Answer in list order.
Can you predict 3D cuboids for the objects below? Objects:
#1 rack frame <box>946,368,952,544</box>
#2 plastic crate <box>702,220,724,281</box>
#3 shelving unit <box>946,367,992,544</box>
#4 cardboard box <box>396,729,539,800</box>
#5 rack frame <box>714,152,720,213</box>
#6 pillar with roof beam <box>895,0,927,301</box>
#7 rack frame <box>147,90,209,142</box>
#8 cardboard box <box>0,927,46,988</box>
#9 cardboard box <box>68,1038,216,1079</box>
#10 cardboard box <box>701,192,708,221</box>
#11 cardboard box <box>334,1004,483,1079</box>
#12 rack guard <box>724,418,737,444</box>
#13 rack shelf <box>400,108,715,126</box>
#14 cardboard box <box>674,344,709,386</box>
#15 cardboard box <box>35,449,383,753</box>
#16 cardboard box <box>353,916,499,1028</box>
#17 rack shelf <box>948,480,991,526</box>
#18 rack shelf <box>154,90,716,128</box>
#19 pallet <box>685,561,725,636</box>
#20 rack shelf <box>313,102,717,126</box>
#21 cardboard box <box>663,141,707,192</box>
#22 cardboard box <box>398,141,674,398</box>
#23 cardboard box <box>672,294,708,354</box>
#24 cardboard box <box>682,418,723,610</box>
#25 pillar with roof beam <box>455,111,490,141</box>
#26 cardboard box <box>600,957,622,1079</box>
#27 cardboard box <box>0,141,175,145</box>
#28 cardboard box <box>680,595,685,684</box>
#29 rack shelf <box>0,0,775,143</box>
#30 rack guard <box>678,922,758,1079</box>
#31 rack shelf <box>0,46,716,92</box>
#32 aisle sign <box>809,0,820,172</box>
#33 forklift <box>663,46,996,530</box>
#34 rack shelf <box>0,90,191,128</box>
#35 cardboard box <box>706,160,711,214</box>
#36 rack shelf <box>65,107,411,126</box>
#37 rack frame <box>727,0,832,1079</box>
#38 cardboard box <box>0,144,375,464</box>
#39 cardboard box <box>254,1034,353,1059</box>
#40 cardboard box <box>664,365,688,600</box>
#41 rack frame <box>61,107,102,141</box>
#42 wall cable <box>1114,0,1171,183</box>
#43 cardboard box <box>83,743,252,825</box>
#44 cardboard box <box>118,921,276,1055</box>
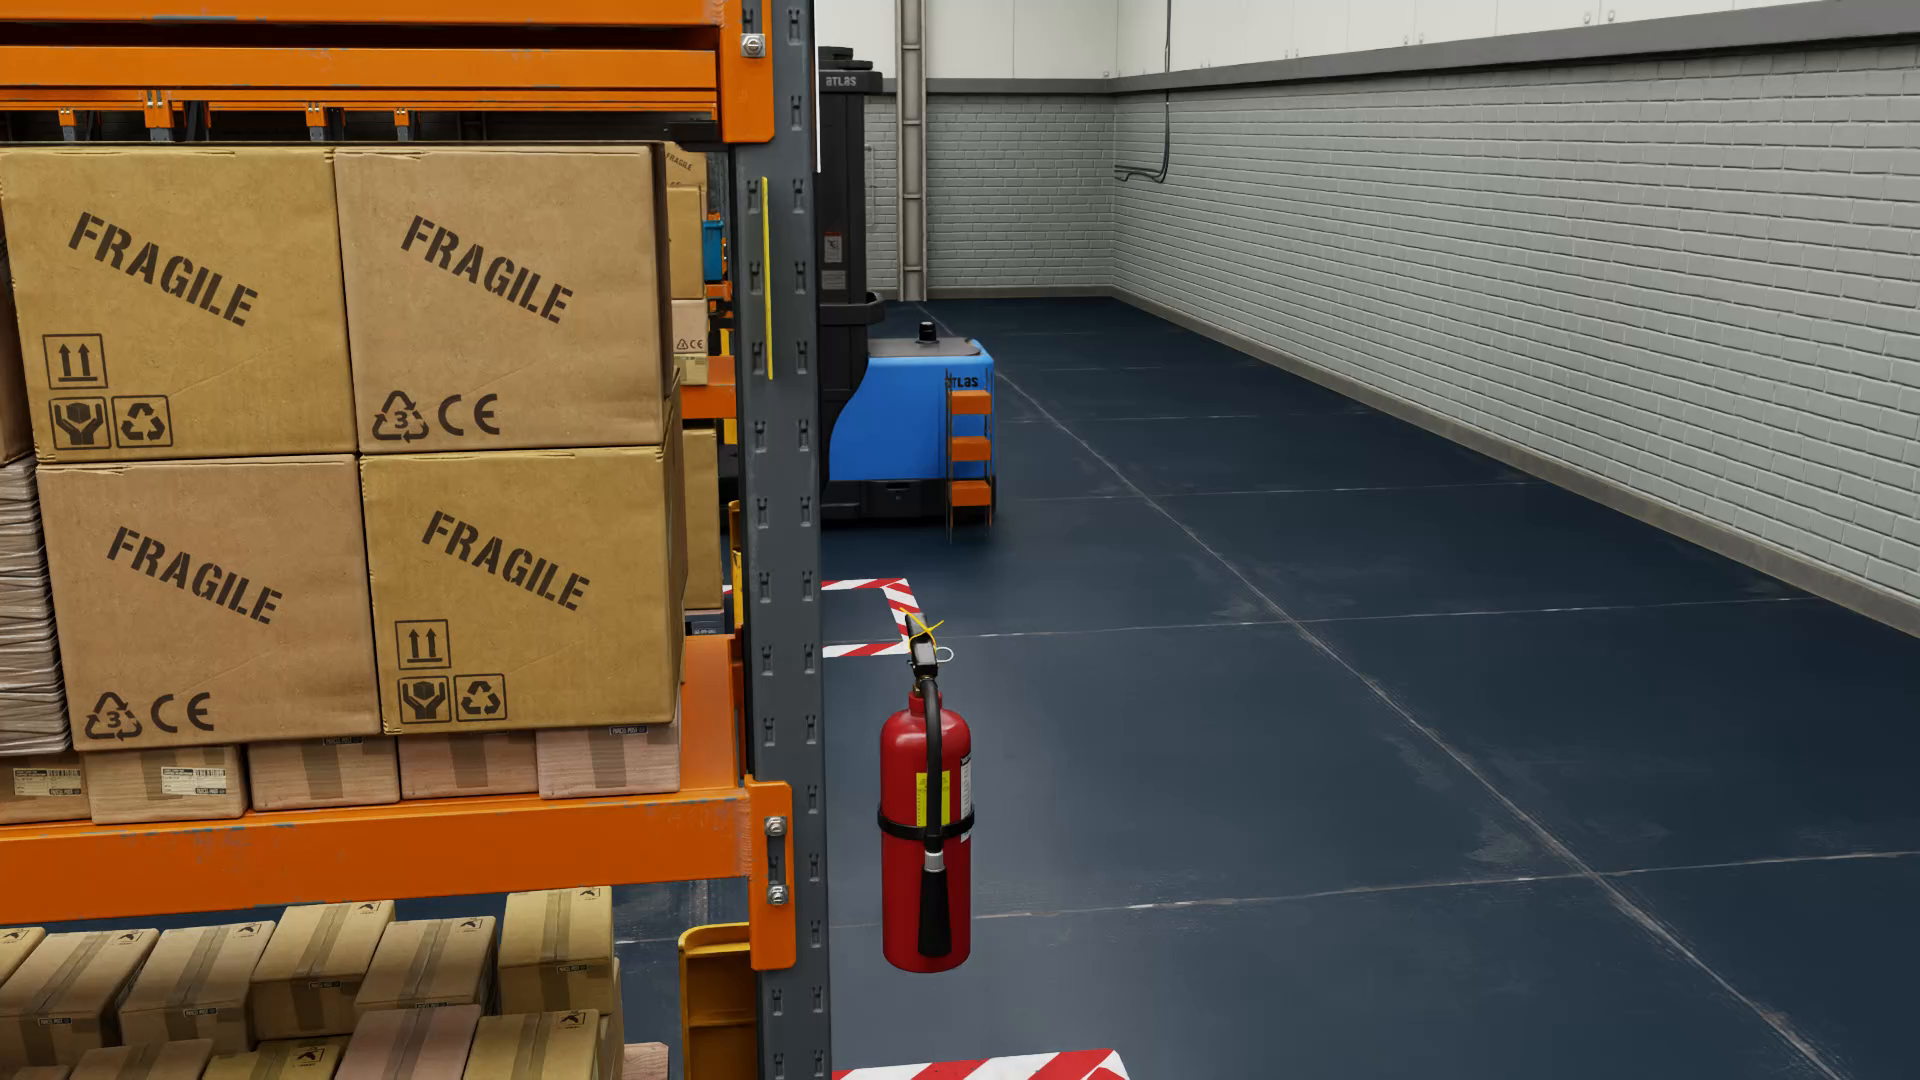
[{"bbox_3d":[-0.068,-0.507,10.084,0.008,1.050,0.200,-2,14,-8],"label":"rack frame"},{"bbox_3d":[-2.062,-2.229,12.749,0.499,0.435,0.616,-2,14,-8],"label":"plastic crate"},{"bbox_3d":[0.053,-0.511,10.102,0.252,1.050,0.215,-2,14,-8],"label":"shelving unit"},{"bbox_3d":[-0.914,0.350,3.178,0.250,0.149,0.380,-2,14,-8],"label":"cardboard box"},{"bbox_3d":[-3.235,-4.623,22.490,0.127,3.000,1.000,-2,14,-8],"label":"rack frame"},{"bbox_3d":[-0.052,-6.803,18.851,0.400,9.000,9.100,-2,14,-8],"label":"pillar with roof beam"},{"bbox_3d":[-5.714,-2.095,12.410,0.127,3.000,1.000,-2,14,-8],"label":"rack frame"},{"bbox_3d":[-2.249,1.028,3.730,0.250,0.149,0.380,-2,14,-7],"label":"cardboard box"},{"bbox_3d":[-1.627,1.148,3.252,0.250,0.149,0.380,-3,14,-11],"label":"cardboard box"},{"bbox_3d":[-2.895,-3.399,17.402,0.500,0.500,0.500,-2,14,-7],"label":"cardboard box"},{"bbox_3d":[-1.125,1.114,3.388,0.250,0.149,0.380,-2,14,-7],"label":"cardboard box"},{"bbox_3d":[-1.737,-1.032,13.308,0.348,0.500,1.175,-2,14,-8],"label":"rack guard"},{"bbox_3d":[-5.212,-5.657,21.924,4.000,0.370,1.077,-2,14,-8],"label":"rack shelf"},{"bbox_3d":[-1.324,-0.835,7.901,0.250,0.149,0.380,-2,14,-7],"label":"cardboard box"},{"bbox_3d":[-1.298,0.051,3.036,0.500,0.500,0.500,-2,14,-9],"label":"cardboard box"},{"bbox_3d":[-1.205,1.015,3.784,0.250,0.149,0.380,-2,14,-7],"label":"cardboard box"},{"bbox_3d":[0.053,-0.231,10.172,0.240,0.259,0.215,-2,14,-8],"label":"rack shelf"},{"bbox_3d":[-3.736,-3.274,12.422,4.000,0.370,1.077,-2,14,-8],"label":"rack shelf"},{"bbox_3d":[-1.800,0.352,8.386,1.213,0.211,1.003,-2,14,-8],"label":"pallet"},{"bbox_3d":[-4.471,-4.465,17.173,4.000,0.370,1.077,-2,14,-8],"label":"rack shelf"},{"bbox_3d":[-2.892,-3.883,17.278,0.500,0.500,0.500,-2,14,-9],"label":"cardboard box"},{"bbox_3d":[-0.865,-0.577,3.485,0.500,0.500,0.500,-2,14,-9],"label":"cardboard box"},{"bbox_3d":[-1.460,-1.039,7.895,0.500,0.250,0.500,-2,14,-9],"label":"cardboard box"},{"bbox_3d":[-1.642,-0.179,8.276,0.875,0.875,0.875,-2,14,-8],"label":"cardboard box"},{"bbox_3d":[-5.985,-6.586,17.984,0.400,9.000,9.100,-2,14,-8],"label":"pillar with roof beam"},{"bbox_3d":[-0.938,1.140,3.896,0.250,0.149,0.380,-1,14,-6],"label":"cardboard box"},{"bbox_3d":[-1.881,-0.544,3.353,0.500,0.500,0.500,-2,14,-10],"label":"cardboard box"},{"bbox_3d":[-0.751,0.203,3.764,0.250,0.149,0.380,-2,14,-9],"label":"cardboard box"},{"bbox_3d":[-2.359,-0.886,2.899,4.000,0.370,1.077,-2,14,-8],"label":"rack shelf"},{"bbox_3d":[-0.457,1.363,3.759,0.348,0.500,1.175,-2,14,-8],"label":"rack guard"},{"bbox_3d":[-2.998,-2.082,7.671,4.000,0.370,1.077,-2,14,-8],"label":"rack shelf"},{"bbox_3d":[-0.265,-1.043,2.872,0.004,0.787,0.394,-2,14,-8],"label":"aisle sign"},{"bbox_3d":[-1.320,-1.606,10.599,3.031,2.935,1.130,-1,14,-5],"label":"forklift"},{"bbox_3d":[-7.692,-3.129,11.844,4.000,0.370,1.077,-2,14,-8],"label":"rack shelf"},{"bbox_3d":[-3.737,-4.748,22.370,0.700,0.700,0.980,-1,14,-6],"label":"cardboard box"},{"bbox_3d":[-9.168,-5.512,21.346,4.000,0.370,1.077,-2,14,-8],"label":"rack shelf"},{"bbox_3d":[-0.382,0.147,3.469,0.053,2.616,0.949,-2,14,-8],"label":"rack frame"},{"bbox_3d":[-1.298,-0.435,2.918,0.500,0.500,0.500,-3,14,-10],"label":"cardboard box"},{"bbox_3d":[-1.446,1.167,3.790,0.250,0.149,0.380,-2,14,-8],"label":"cardboard box"},{"bbox_3d":[-0.867,-0.095,3.617,0.500,0.500,0.500,-1,14,-6],"label":"cardboard box"},{"bbox_3d":[-11.145,-4.333,21.334,0.127,3.000,1.000,-2,14,-8],"label":"rack frame"},{"bbox_3d":[2.412,-6.146,22.613,0.112,2.526,3.097,-2,14,-8],"label":"wall cable"},{"bbox_3d":[-1.408,0.377,3.068,0.250,0.149,0.380,-2,14,-7],"label":"cardboard box"},{"bbox_3d":[-1.706,1.022,3.755,0.250,0.149,0.380,-3,14,-11],"label":"cardboard box"}]
